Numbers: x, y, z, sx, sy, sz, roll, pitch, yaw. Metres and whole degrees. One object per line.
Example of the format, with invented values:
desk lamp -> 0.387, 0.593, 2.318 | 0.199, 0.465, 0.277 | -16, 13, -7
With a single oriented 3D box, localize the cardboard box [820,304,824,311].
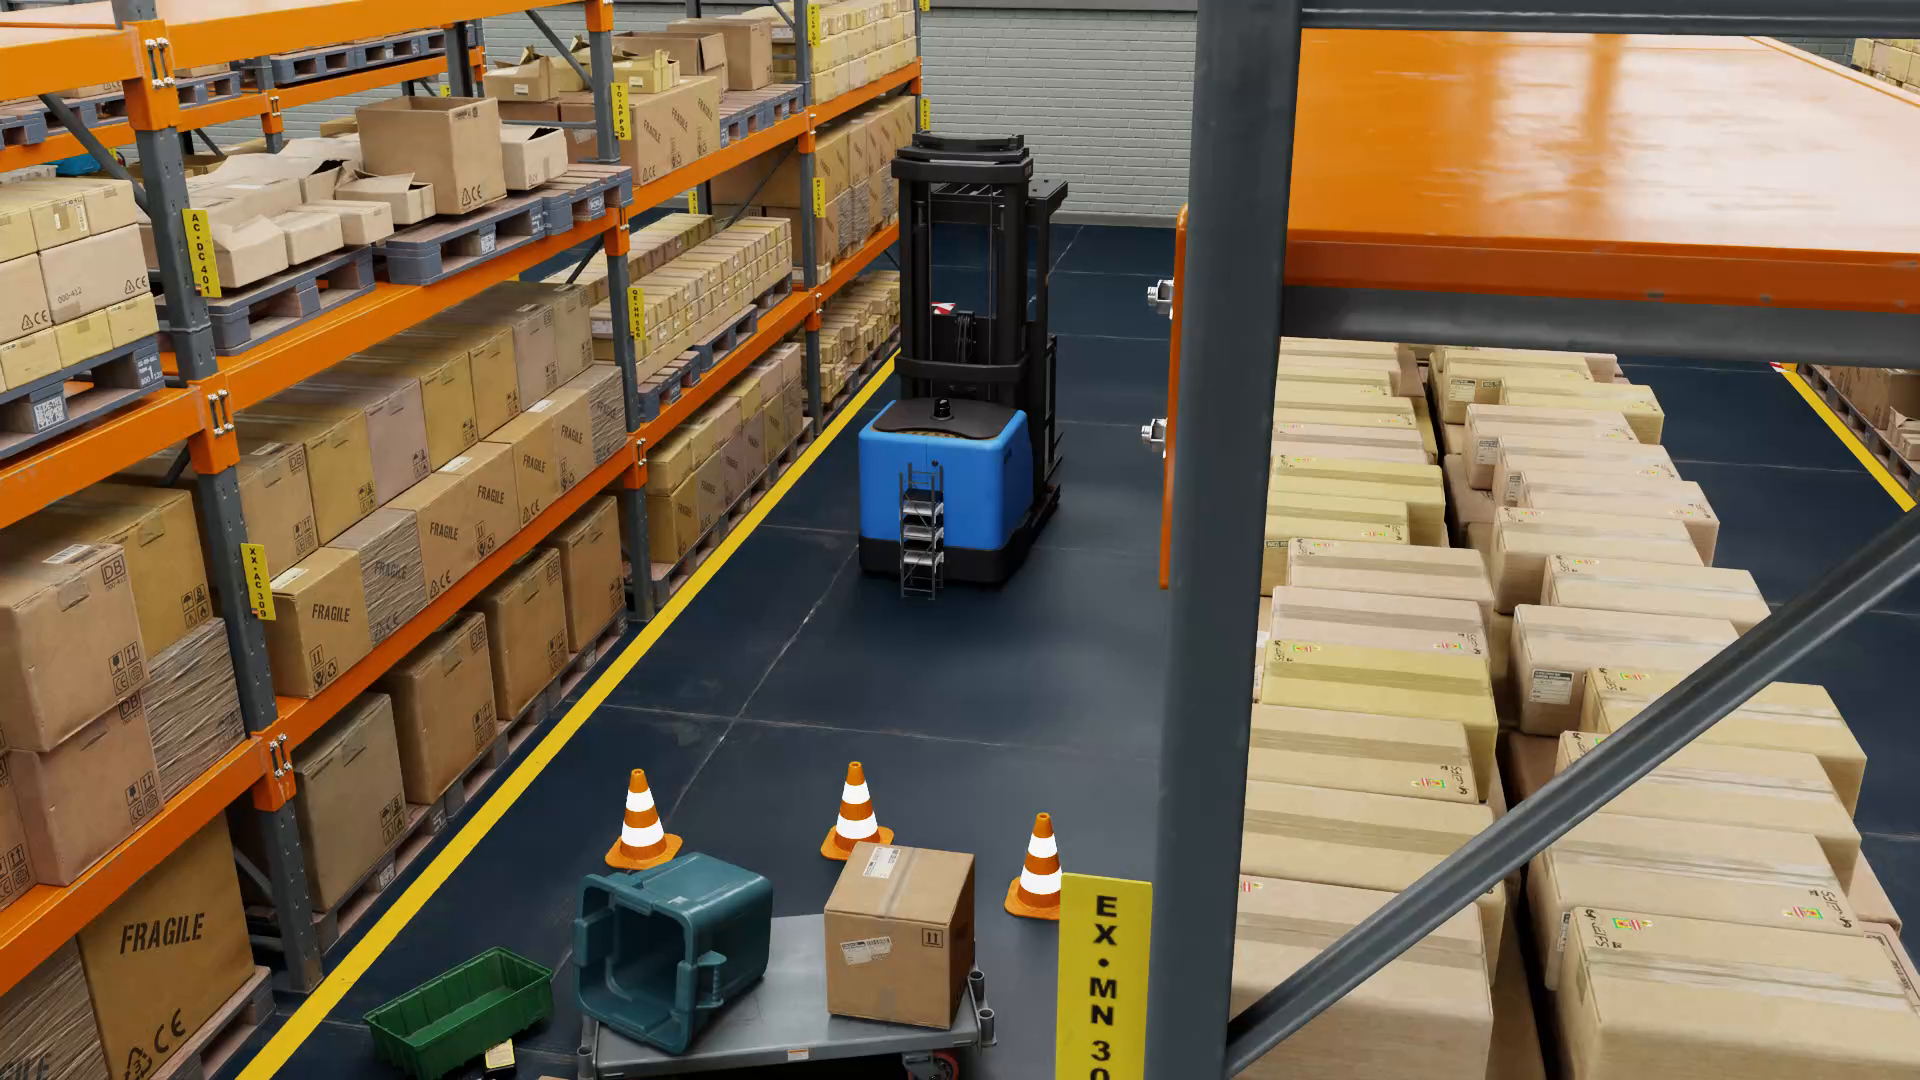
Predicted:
cardboard box -> -1.550, -2.224, 16.319 | 0.380, 0.149, 0.250 | 5, 22, 11

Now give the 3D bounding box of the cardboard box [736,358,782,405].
cardboard box -> -1.742, -1.265, 13.260 | 0.500, 0.250, 0.500 | 6, 23, 13

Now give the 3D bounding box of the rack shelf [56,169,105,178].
rack shelf -> -10.996, -3.551, 18.119 | 1.077, 0.370, 4.000 | 4, 22, 11

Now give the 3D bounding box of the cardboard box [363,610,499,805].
cardboard box -> -3.113, 0.827, 8.734 | 1.050, 0.750, 0.750 | 4, 22, 11

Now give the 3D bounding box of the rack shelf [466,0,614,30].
rack shelf -> -2.128, -3.893, 11.473 | 1.077, 0.370, 4.000 | 4, 22, 11

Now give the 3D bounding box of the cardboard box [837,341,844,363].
cardboard box -> -1.297, -1.769, 15.587 | 0.380, 0.149, 0.250 | 3, 22, 8

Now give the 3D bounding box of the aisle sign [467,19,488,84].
aisle sign -> -5.430, -5.448, 18.386 | 0.394, 0.787, 0.004 | 4, 22, 11

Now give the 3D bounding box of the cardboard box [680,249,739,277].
cardboard box -> -1.877, -2.077, 12.473 | 0.380, 0.149, 0.250 | 3, 22, 9

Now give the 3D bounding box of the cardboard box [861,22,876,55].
cardboard box -> -1.073, -4.632, 15.355 | 0.500, 0.250, 0.500 | 3, 22, 9

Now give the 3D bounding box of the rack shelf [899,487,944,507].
rack shelf -> -0.259, -0.276, 11.201 | 0.258, 0.077, 0.200 | 6, 23, 14

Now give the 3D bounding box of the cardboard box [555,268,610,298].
cardboard box -> -2.672, -1.840, 11.884 | 0.380, 0.149, 0.250 | 4, 22, 11

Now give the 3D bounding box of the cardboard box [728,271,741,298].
cardboard box -> -1.873, -1.934, 12.517 | 0.380, 0.149, 0.250 | 5, 22, 11

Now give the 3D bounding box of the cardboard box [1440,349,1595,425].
cardboard box -> 1.544, -0.418, 4.629 | 0.380, 0.149, 0.250 | 5, 22, 12

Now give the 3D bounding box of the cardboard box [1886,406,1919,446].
cardboard box -> 7.906, -0.927, 13.737 | 0.396, 0.266, 0.258 | 5, 23, 13

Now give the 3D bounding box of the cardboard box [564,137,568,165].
cardboard box -> -2.443, -2.186, 9.369 | 0.380, 0.166, 0.250 | 4, 22, 11

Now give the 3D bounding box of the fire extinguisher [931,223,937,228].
fire extinguisher -> -0.401, -3.672, 18.058 | 0.296, 0.674, 0.183 | 4, 22, 11

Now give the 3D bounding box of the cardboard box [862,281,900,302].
cardboard box -> -0.800, -2.567, 17.171 | 0.380, 0.149, 0.250 | 4, 22, 10

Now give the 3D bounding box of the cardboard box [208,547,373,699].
cardboard box -> -2.982, 0.347, 7.344 | 0.500, 0.500, 0.500 | 5, 22, 12

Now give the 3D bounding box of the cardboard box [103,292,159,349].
cardboard box -> -3.114, -0.794, 5.934 | 0.380, 0.149, 0.250 | 4, 22, 11

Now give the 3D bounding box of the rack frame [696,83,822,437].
rack frame -> -1.720, -2.361, 14.200 | 1.000, 3.000, 0.127 | 4, 22, 11

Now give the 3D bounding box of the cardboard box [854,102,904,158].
cardboard box -> -0.857, -4.100, 16.649 | 0.500, 0.500, 0.500 | 4, 22, 9

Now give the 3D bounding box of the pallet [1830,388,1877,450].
pallet -> 8.394, -1.049, 14.675 | 1.003, 0.211, 1.213 | 4, 22, 11

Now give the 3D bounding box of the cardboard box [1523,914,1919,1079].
cardboard box -> 1.061, 0.745, 2.277 | 0.500, 0.250, 0.500 | 4, 22, 10

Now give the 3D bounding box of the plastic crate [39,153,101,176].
plastic crate -> -10.473, -4.524, 19.444 | 0.616, 0.435, 0.499 | 4, 22, 11

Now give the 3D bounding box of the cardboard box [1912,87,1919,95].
cardboard box -> 8.076, -3.638, 13.692 | 0.380, 0.149, 0.250 | 5, 22, 12

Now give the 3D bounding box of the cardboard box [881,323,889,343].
cardboard box -> -0.927, -2.107, 16.823 | 0.380, 0.149, 0.250 | 3, 22, 9

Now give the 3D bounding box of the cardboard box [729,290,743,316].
cardboard box -> -1.870, -1.802, 12.587 | 0.380, 0.149, 0.250 | 5, 23, 13

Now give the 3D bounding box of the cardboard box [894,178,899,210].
cardboard box -> -0.854, -3.636, 16.835 | 0.500, 0.500, 0.500 | 4, 22, 10

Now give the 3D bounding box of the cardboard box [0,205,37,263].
cardboard box -> -3.218, -0.979, 5.326 | 0.380, 0.149, 0.250 | 4, 22, 11

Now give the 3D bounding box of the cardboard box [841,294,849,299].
cardboard box -> -1.336, -2.470, 17.327 | 0.380, 0.149, 0.250 | 5, 22, 12

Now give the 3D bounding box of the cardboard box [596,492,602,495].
cardboard box -> -2.658, -0.194, 11.604 | 0.500, 0.500, 0.500 | 4, 22, 11

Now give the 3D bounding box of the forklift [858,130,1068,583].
forklift -> 0.162, -1.587, 12.370 | 1.130, 2.935, 3.031 | 6, 23, 14

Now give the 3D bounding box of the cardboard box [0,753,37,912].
cardboard box -> -3.731, 1.023, 5.599 | 0.875, 0.550, 0.550 | 4, 22, 11

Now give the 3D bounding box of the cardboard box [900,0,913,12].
cardboard box -> -0.684, -5.418, 16.775 | 0.380, 0.149, 0.250 | 4, 22, 10

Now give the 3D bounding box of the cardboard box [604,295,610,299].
cardboard box -> -2.673, -1.706, 11.951 | 0.380, 0.149, 0.250 | 4, 22, 11

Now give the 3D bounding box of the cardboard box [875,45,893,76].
cardboard box -> -0.949, -4.592, 15.925 | 0.500, 0.250, 0.500 | 5, 23, 13

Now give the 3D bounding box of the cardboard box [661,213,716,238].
cardboard box -> -2.251, -2.606, 13.787 | 0.380, 0.149, 0.250 | 6, 23, 14

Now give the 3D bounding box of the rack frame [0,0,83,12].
rack frame -> -10.587, -7.399, 18.680 | 1.000, 3.000, 0.127 | 4, 22, 11

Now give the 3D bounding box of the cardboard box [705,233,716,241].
cardboard box -> -2.251, -2.468, 13.843 | 0.380, 0.149, 0.250 | 5, 22, 12

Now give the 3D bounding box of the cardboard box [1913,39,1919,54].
cardboard box -> 8.181, -4.098, 13.633 | 0.500, 0.250, 0.500 | 5, 22, 12

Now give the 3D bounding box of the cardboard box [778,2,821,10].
cardboard box -> -1.536, -4.995, 15.725 | 0.380, 0.149, 0.250 | 5, 23, 13

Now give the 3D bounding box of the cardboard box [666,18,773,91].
cardboard box -> -1.905, -3.863, 13.220 | 0.700, 0.500, 0.500 | 4, 22, 11

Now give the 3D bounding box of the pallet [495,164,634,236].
pallet -> -2.616, -1.962, 9.448 | 1.213, 0.211, 1.003 | 6, 23, 13

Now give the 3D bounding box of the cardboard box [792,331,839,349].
cardboard box -> -1.329, -1.812, 15.295 | 0.380, 0.149, 0.250 | 4, 22, 10

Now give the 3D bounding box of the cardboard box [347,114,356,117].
cardboard box -> -6.203, -4.317, 17.857 | 0.500, 0.500, 0.500 | 4, 22, 10

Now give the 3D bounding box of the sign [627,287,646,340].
sign -> -1.992, -1.394, 10.250 | 0.100, 0.325, 0.005 | 4, 22, 11

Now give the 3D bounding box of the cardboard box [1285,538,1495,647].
cardboard box -> 0.840, 0.120, 3.295 | 0.380, 0.149, 0.250 | 4, 22, 9

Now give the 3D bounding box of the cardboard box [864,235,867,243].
cardboard box -> -1.111, -2.910, 15.900 | 0.380, 0.149, 0.250 | 5, 23, 13

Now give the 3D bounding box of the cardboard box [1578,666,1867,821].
cardboard box -> 1.242, 0.343, 2.741 | 0.380, 0.149, 0.250 | 4, 22, 11

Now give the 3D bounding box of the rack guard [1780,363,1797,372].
rack guard -> 8.807, -1.919, 16.449 | 1.175, 0.500, 0.348 | 4, 22, 11

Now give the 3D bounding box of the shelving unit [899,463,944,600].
shelving unit -> -0.259, -0.057, 11.290 | 0.258, 0.900, 0.210 | 6, 23, 14

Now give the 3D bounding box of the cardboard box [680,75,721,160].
cardboard box -> -1.967, -2.891, 11.368 | 0.500, 0.500, 0.500 | 4, 22, 11

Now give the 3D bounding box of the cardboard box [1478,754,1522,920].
cardboard box -> 0.656, 0.518, 2.840 | 0.500, 0.250, 0.500 | 4, 22, 10

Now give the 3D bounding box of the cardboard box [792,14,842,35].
cardboard box -> -1.242, -4.472, 14.425 | 0.380, 0.149, 0.250 | 4, 22, 9

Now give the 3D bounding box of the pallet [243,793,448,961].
pallet -> -3.269, 1.570, 8.172 | 1.003, 0.211, 1.213 | 4, 22, 11

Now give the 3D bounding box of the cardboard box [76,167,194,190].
cardboard box -> -6.829, -2.803, 13.822 | 0.797, 0.503, 0.637 | 5, 22, 12
